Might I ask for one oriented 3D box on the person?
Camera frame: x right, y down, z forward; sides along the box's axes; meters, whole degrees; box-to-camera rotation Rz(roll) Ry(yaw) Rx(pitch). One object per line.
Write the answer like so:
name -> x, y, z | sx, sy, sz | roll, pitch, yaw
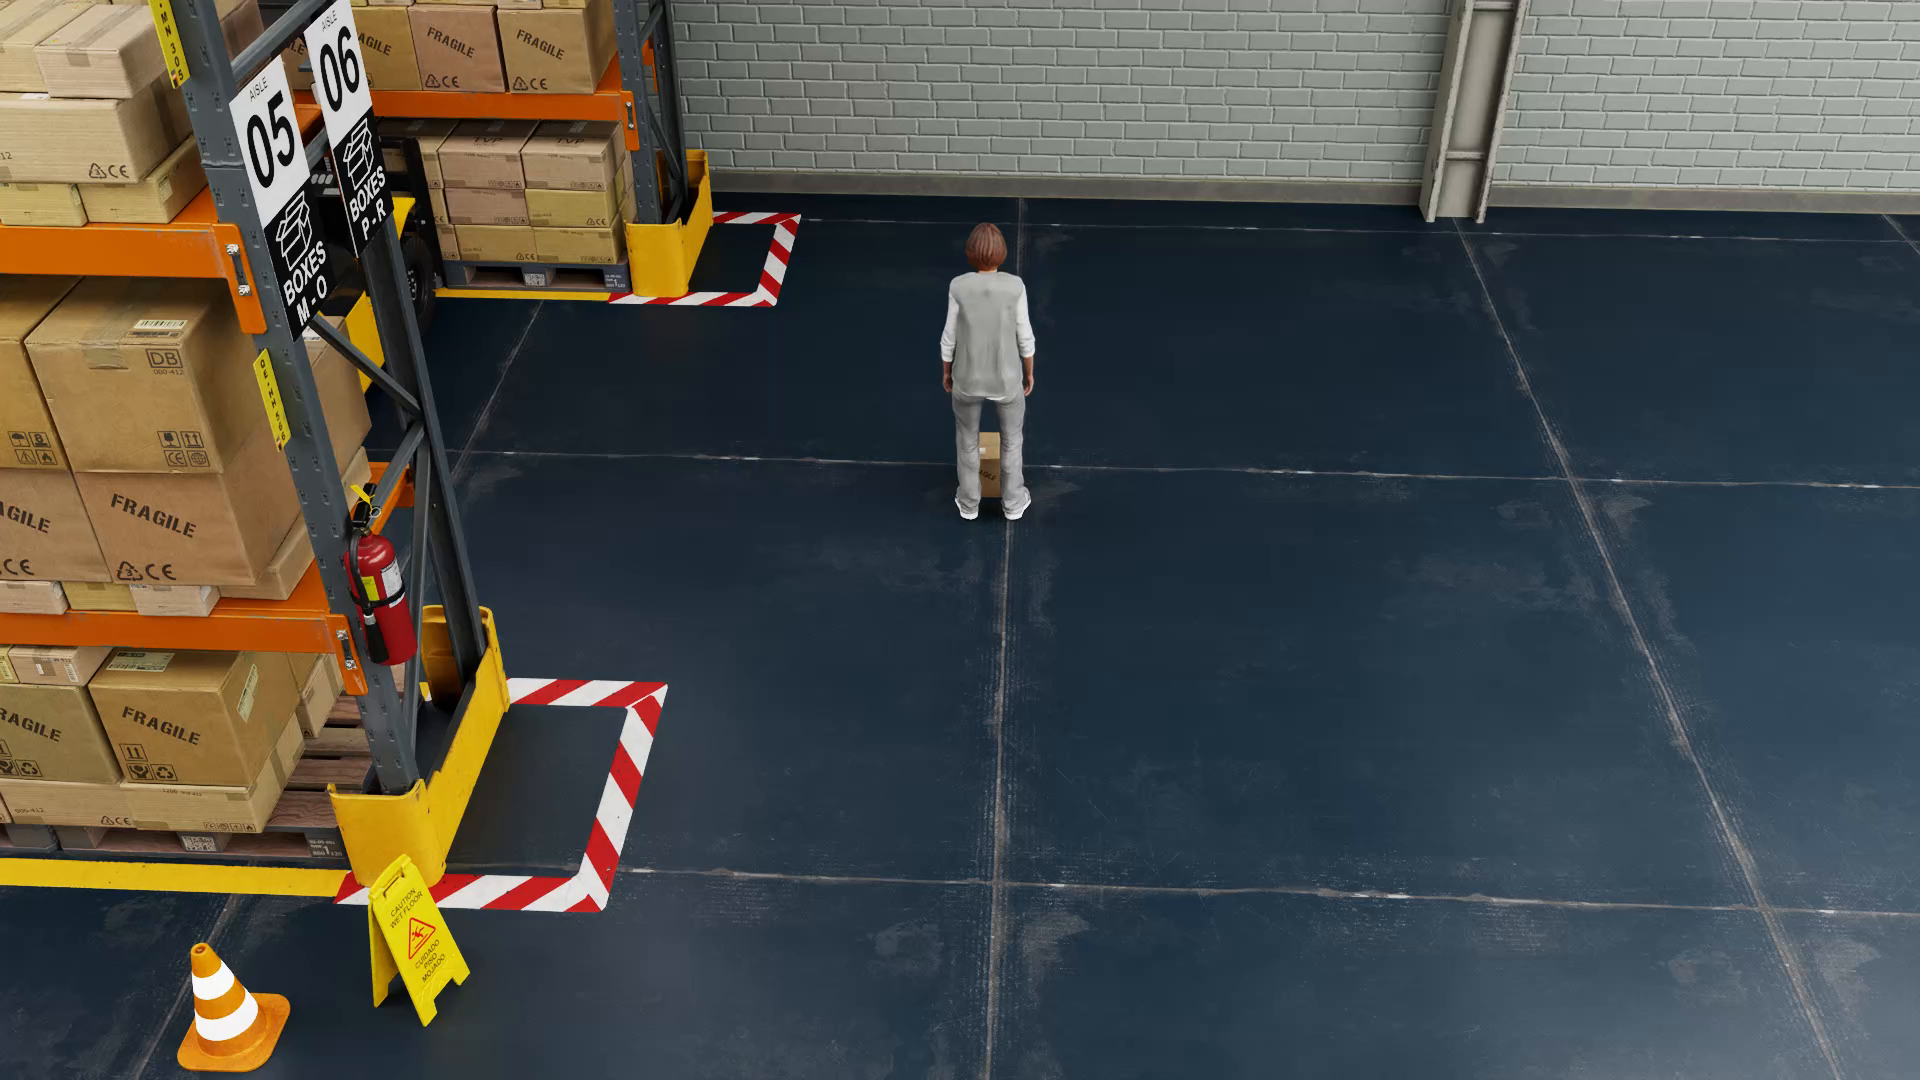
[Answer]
person -> 0.137, -0.794, 8.209 | 0.460, 1.592, 0.344 | 2, 36, 2
